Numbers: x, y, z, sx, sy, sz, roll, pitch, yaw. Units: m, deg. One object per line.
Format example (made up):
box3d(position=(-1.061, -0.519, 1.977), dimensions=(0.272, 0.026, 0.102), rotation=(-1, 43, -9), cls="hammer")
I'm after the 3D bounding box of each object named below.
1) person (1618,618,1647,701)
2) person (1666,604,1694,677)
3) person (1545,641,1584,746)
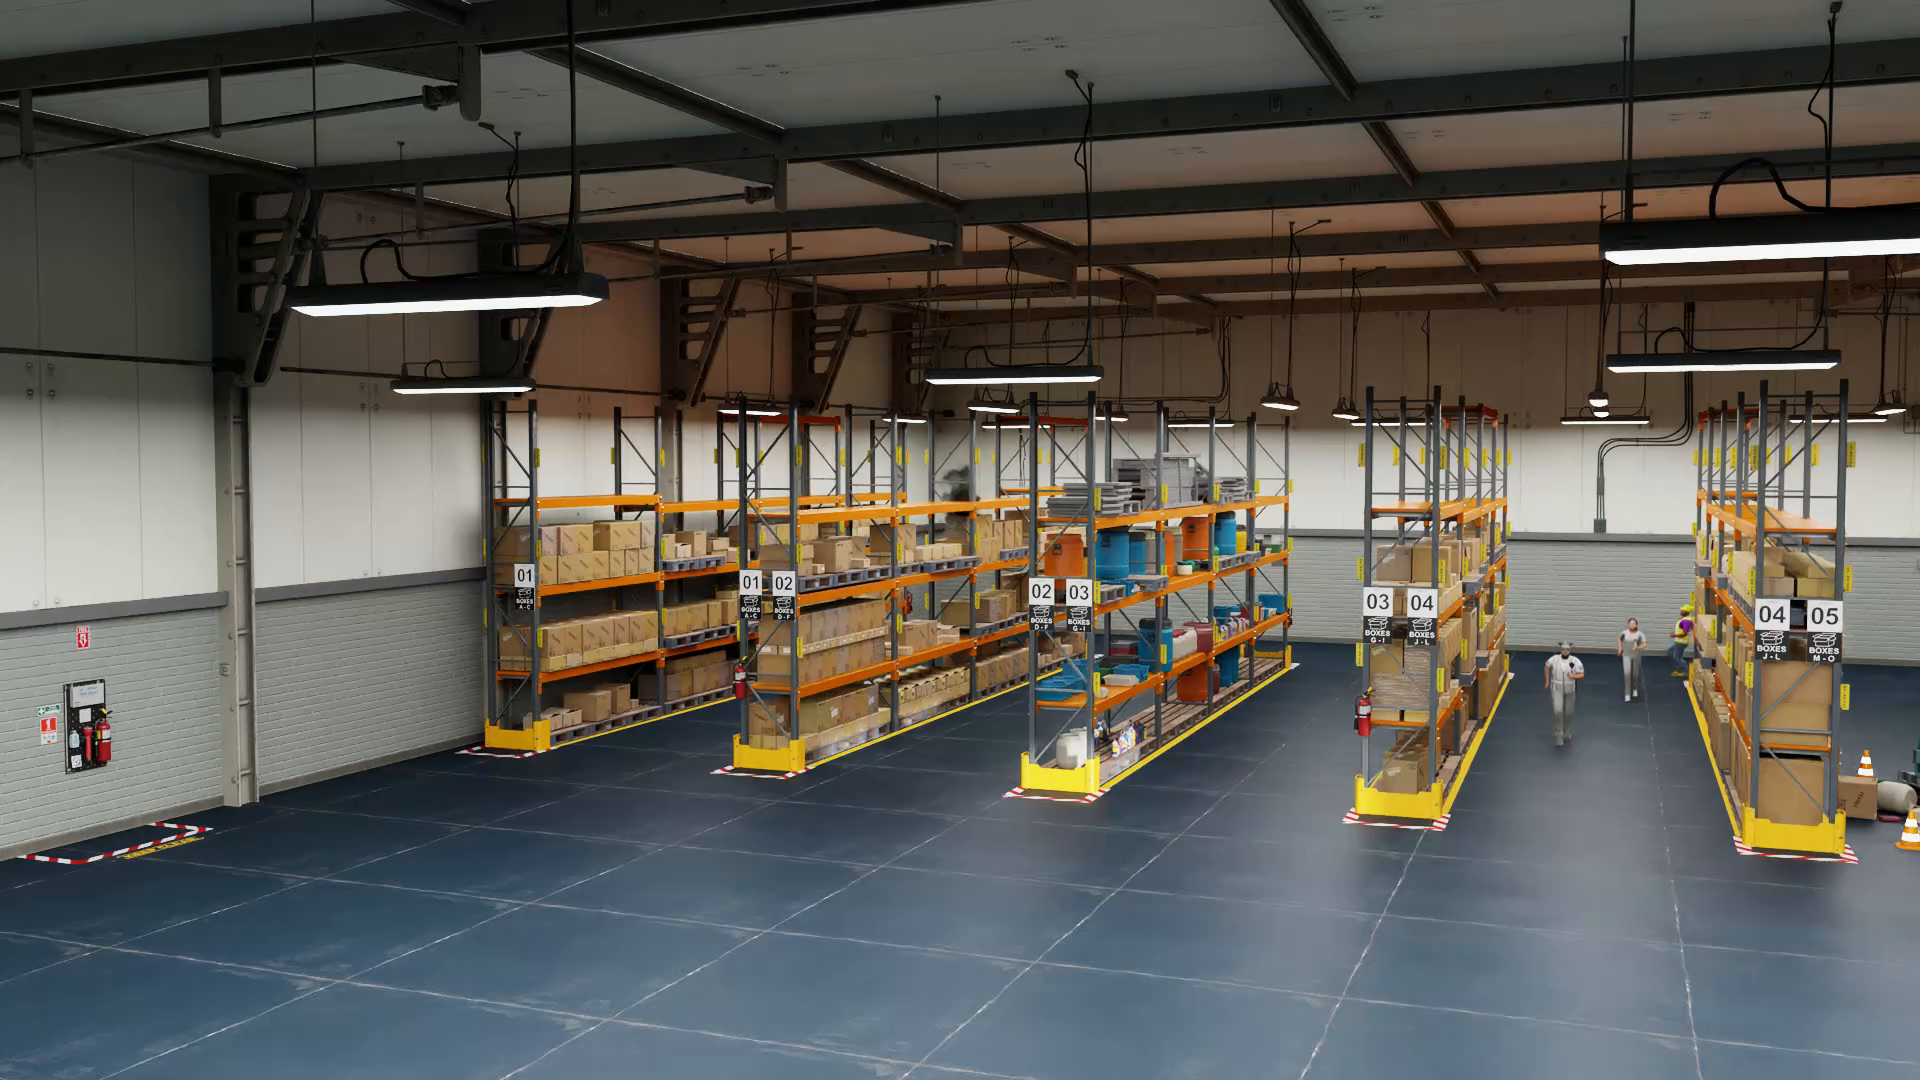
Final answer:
box3d(position=(13.894, 2.449, 34.383), dimensions=(0.565, 1.671, 0.893), rotation=(1, 3, 25), cls="person")
box3d(position=(16.346, 2.296, 37.760), dimensions=(0.581, 1.719, 0.802), rotation=(1, 3, 28), cls="person")
box3d(position=(10.613, 2.676, 29.201), dimensions=(0.634, 1.832, 0.875), rotation=(1, 3, 16), cls="person")
